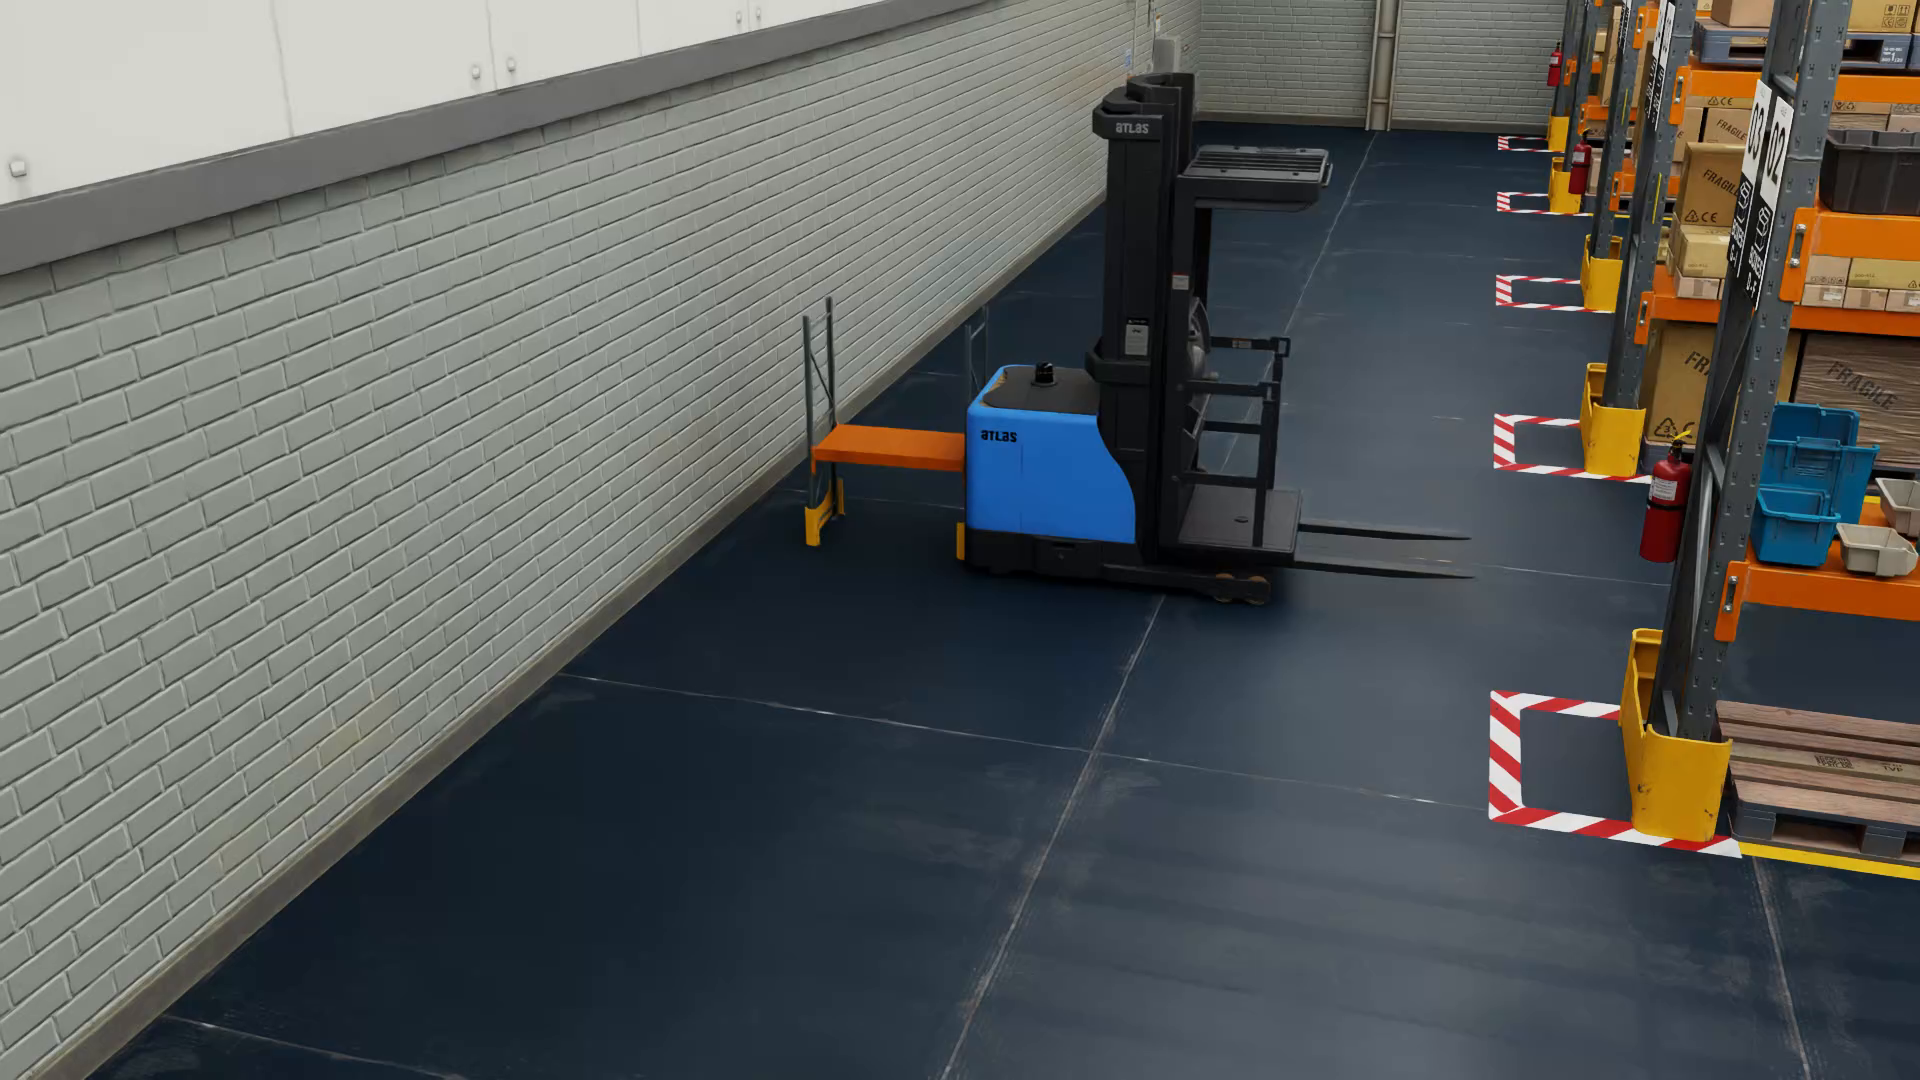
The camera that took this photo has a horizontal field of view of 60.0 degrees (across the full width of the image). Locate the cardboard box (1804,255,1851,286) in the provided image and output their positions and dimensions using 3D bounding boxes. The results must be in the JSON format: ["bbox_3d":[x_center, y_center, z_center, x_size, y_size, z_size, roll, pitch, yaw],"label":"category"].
[{"bbox_3d":[5.722,-1.919,11.302,0.500,0.250,0.500,6,23,15],"label":"cardboard box"}]

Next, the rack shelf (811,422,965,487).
[{"bbox_3d":[-0.393,-0.554,10.617,1.000,0.185,0.538,5,23,13],"label":"rack shelf"}]

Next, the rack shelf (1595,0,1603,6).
[{"bbox_3d":[9.618,-6.493,19.641,4.000,0.370,1.077,7,23,16],"label":"rack shelf"}]

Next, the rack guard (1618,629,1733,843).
[{"bbox_3d":[3.383,0.902,7.913,0.348,0.500,1.175,7,23,16],"label":"rack guard"}]

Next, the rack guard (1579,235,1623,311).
[{"bbox_3d":[6.443,-2.682,16.651,0.348,0.500,1.175,7,23,16],"label":"rack guard"}]

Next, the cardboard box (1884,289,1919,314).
[{"bbox_3d":[6.317,-1.641,11.150,0.250,0.149,0.380,6,23,15],"label":"cardboard box"}]

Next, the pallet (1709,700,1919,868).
[{"bbox_3d":[4.188,1.138,7.718,1.213,0.211,1.003,7,23,16],"label":"pallet"}]

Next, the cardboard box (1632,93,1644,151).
[{"bbox_3d":[6.875,-4.075,16.229,0.500,0.500,0.500,7,23,17],"label":"cardboard box"}]

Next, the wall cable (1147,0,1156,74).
[{"bbox_3d":[2.697,-7.253,23.161,0.122,1.984,0.588,7,23,16],"label":"wall cable"}]

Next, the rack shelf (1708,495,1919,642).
[{"bbox_3d":[5.325,0.295,7.045,4.000,0.370,1.077,7,23,16],"label":"rack shelf"}]

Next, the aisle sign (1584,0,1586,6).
[{"bbox_3d":[7.724,-6.980,20.409,0.004,0.787,0.394,7,23,16],"label":"aisle sign"}]

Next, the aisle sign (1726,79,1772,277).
[{"bbox_3d":[3.426,-1.574,7.229,0.004,0.787,0.394,7,23,16],"label":"aisle sign"}]

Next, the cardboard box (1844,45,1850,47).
[{"bbox_3d":[8.373,-4.368,15.625,0.500,0.500,0.500,6,23,14],"label":"cardboard box"}]

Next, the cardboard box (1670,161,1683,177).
[{"bbox_3d":[6.841,-3.564,15.836,0.250,0.149,0.380,7,23,17],"label":"cardboard box"}]

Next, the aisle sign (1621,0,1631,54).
[{"bbox_3d":[6.214,-4.949,15.457,0.004,0.787,0.394,7,23,16],"label":"aisle sign"}]

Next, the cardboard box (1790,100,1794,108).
[{"bbox_3d":[7.700,-4.230,15.288,0.500,0.500,0.500,6,23,14],"label":"cardboard box"}]

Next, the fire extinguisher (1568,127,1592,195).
[{"bbox_3d":[6.262,-3.834,16.758,0.183,0.674,0.296,7,23,16],"label":"fire extinguisher"}]

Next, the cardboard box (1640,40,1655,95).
[{"bbox_3d":[6.880,-4.534,16.030,0.500,0.500,0.500,6,23,14],"label":"cardboard box"}]

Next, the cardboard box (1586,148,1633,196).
[{"bbox_3d":[8.364,-4.630,20.927,0.875,0.438,0.875,6,23,14],"label":"cardboard box"}]

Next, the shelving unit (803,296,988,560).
[{"bbox_3d":[-0.402,-0.721,10.551,1.083,1.500,0.587,5,23,13],"label":"shelving unit"}]

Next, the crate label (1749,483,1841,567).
[{"bbox_3d":[3.551,-0.060,7.106,0.303,0.233,0.416,7,23,16],"label":"crate label"}]

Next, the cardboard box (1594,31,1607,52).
[{"bbox_3d":[9.490,-7.381,24.618,0.500,0.250,0.500,7,23,16],"label":"cardboard box"}]

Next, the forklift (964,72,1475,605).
[{"bbox_3d":[1.600,-1.195,9.820,3.031,2.935,1.130,5,23,13],"label":"forklift"}]

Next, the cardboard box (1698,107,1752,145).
[{"bbox_3d":[7.240,-3.832,15.636,0.500,0.500,0.500,7,23,16],"label":"cardboard box"}]

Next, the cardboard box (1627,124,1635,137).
[{"bbox_3d":[10.087,-6.174,25.072,0.250,0.149,0.380,6,23,13],"label":"cardboard box"}]

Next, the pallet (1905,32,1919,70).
[{"bbox_3d":[6.726,-3.192,10.765,1.213,0.211,1.003,7,23,15],"label":"pallet"}]

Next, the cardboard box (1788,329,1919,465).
[{"bbox_3d":[6.348,-1.127,11.811,0.875,0.875,0.875,7,23,16],"label":"cardboard box"}]

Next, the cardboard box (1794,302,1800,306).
[{"bbox_3d":[5.576,-1.726,11.356,0.250,0.149,0.380,6,23,14],"label":"cardboard box"}]

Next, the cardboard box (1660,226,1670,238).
[{"bbox_3d":[6.950,-3.032,16.628,0.250,0.149,0.380,7,23,16],"label":"cardboard box"}]

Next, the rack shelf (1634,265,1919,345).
[{"bbox_3d":[6.755,-1.504,11.433,4.000,0.370,1.077,7,23,16],"label":"rack shelf"}]

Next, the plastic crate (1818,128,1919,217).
[{"bbox_3d":[3.698,-1.441,6.549,0.590,0.269,0.497,7,23,16],"label":"plastic crate"}]

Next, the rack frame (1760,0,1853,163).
[{"bbox_3d":[3.410,-3.032,6.305,0.127,3.000,1.000,7,23,16],"label":"rack frame"}]

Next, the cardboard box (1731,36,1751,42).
[{"bbox_3d":[9.072,-5.902,19.756,0.500,0.500,0.500,6,23,15],"label":"cardboard box"}]

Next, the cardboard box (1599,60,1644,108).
[{"bbox_3d":[8.080,-5.546,20.207,0.500,0.500,0.500,6,23,15],"label":"cardboard box"}]

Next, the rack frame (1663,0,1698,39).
[{"bbox_3d":[4.841,-4.832,10.692,0.127,3.000,1.000,7,23,16],"label":"rack frame"}]

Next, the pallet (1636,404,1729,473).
[{"bbox_3d":[5.629,-0.707,12.215,1.213,0.211,1.003,7,23,16],"label":"pallet"}]

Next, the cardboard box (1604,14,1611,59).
[{"bbox_3d":[8.234,-6.199,20.482,0.500,0.500,0.500,7,23,17],"label":"cardboard box"}]

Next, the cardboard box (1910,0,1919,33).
[{"bbox_3d":[6.367,-3.549,10.700,0.500,0.500,0.700,5,23,12],"label":"cardboard box"}]

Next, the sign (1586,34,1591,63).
[{"bbox_3d":[7.537,-5.893,19.939,0.005,0.325,0.100,7,23,16],"label":"sign"}]
